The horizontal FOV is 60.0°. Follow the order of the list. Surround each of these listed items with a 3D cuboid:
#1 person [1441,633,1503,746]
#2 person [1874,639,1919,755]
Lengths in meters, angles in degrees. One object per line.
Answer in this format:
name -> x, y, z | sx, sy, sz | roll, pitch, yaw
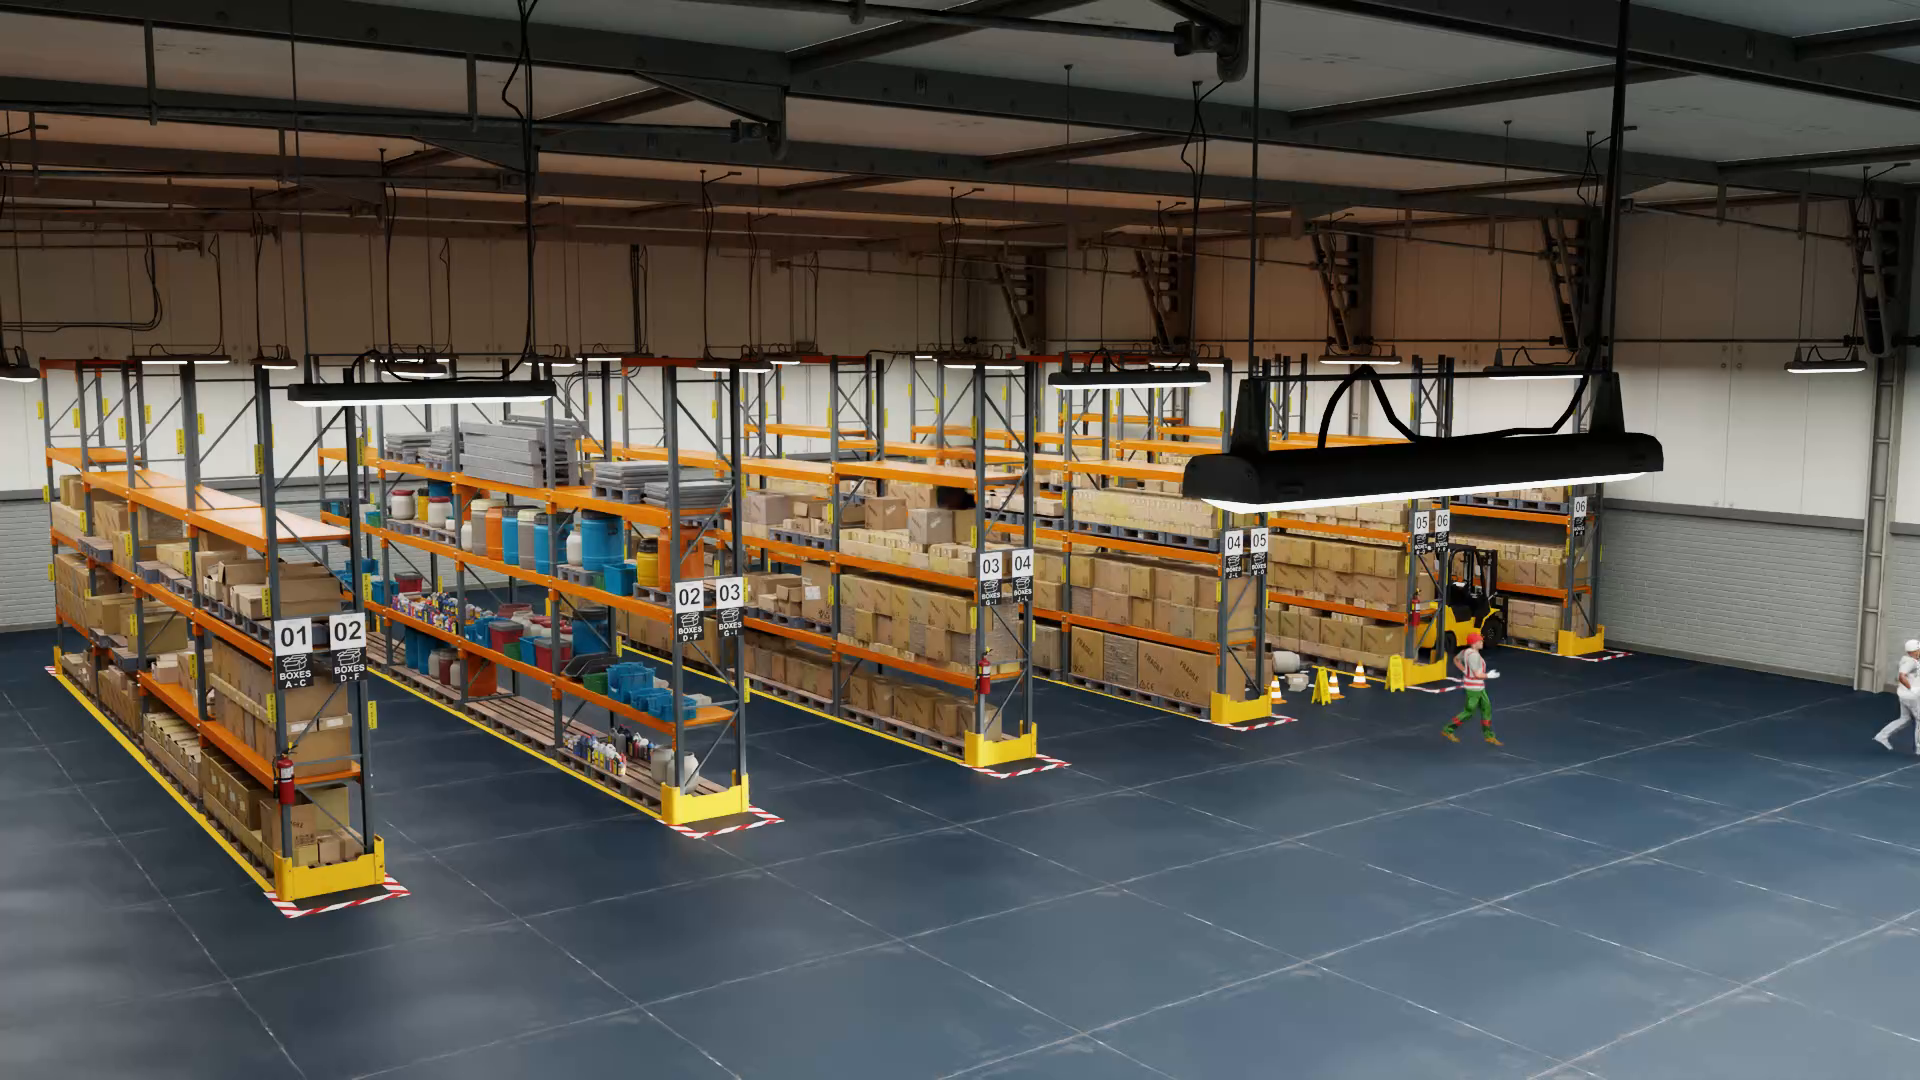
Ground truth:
person -> 8.018, 2.331, 25.939 | 0.953, 1.806, 0.664 | 2, 7, 13
person -> 14.454, 2.400, 25.300 | 0.862, 1.793, 0.677 | 2, 7, 16
